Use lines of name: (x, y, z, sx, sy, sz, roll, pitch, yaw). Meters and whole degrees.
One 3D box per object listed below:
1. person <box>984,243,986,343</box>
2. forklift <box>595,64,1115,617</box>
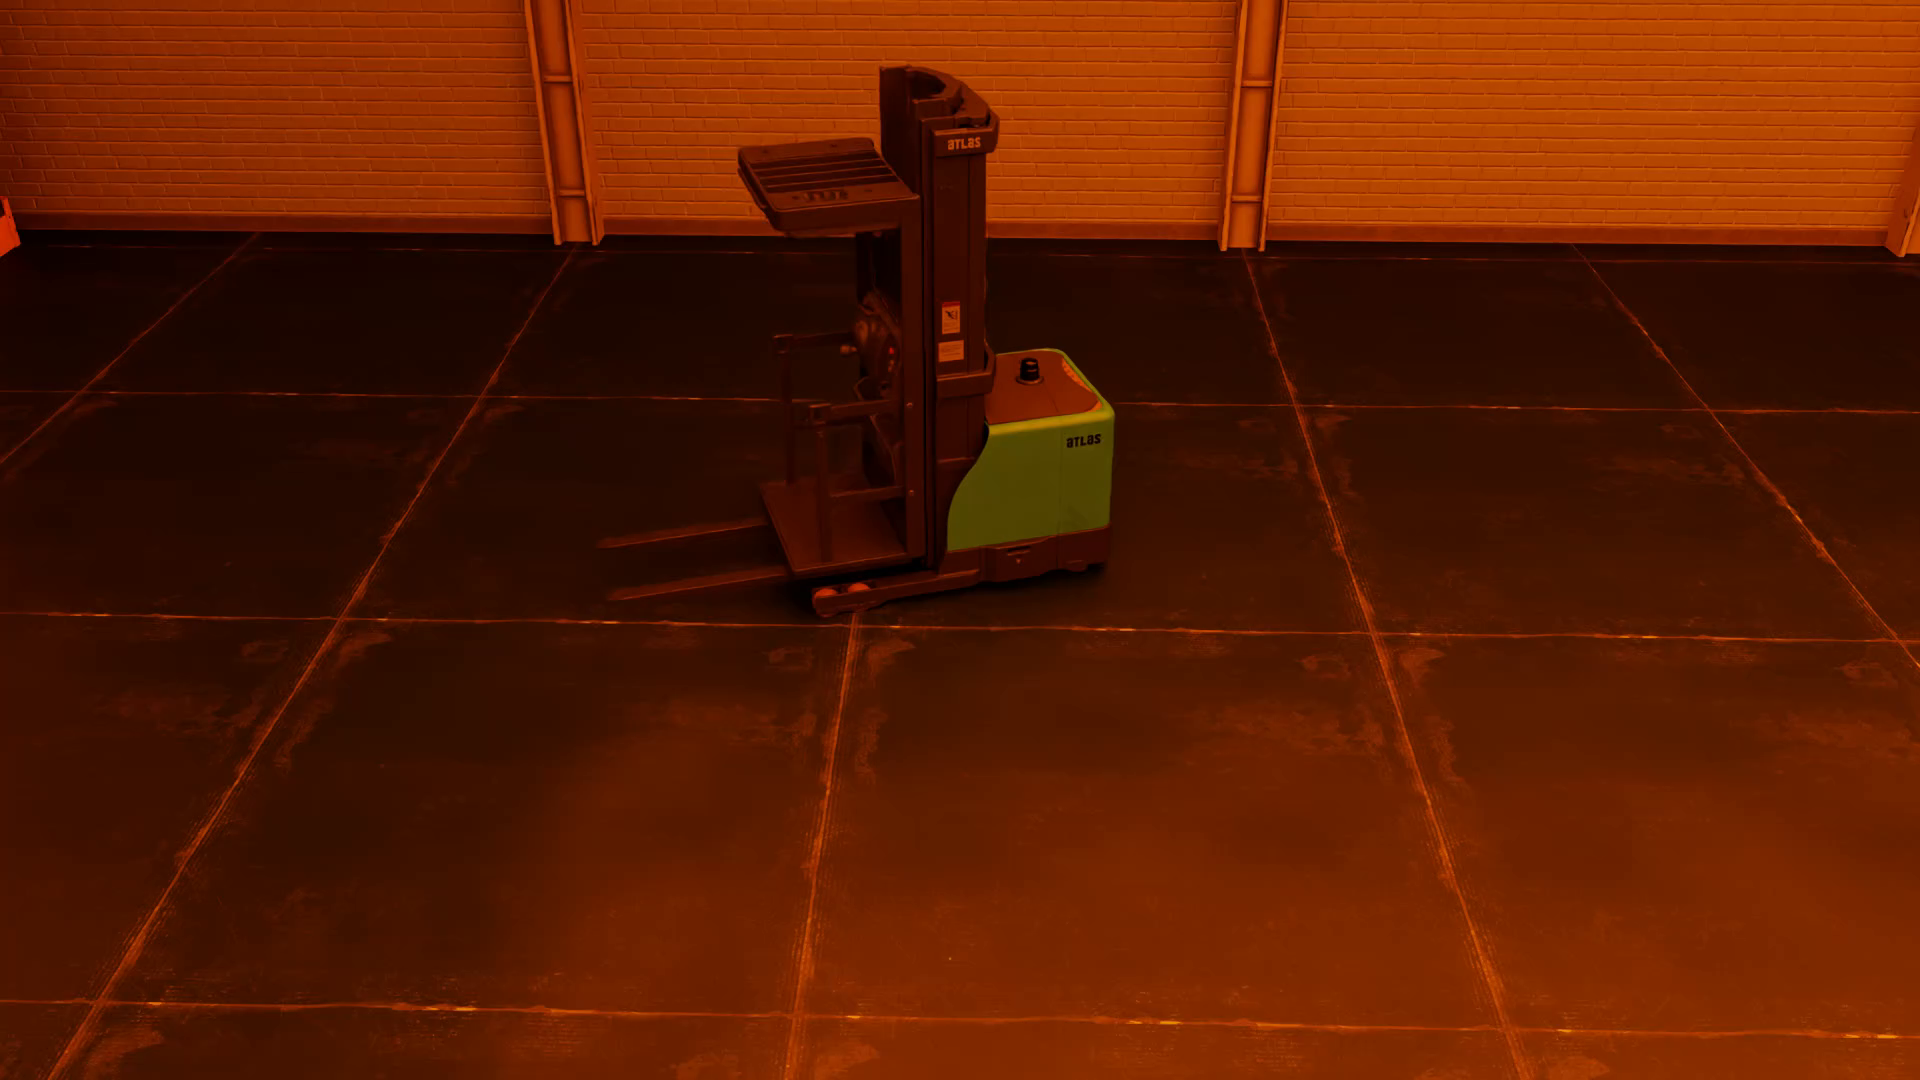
person: (-0.040, -1.365, 11.264, 0.468, 1.649, 0.779, 5, 31, 8)
forklift: (-0.656, -1.110, 9.497, 3.031, 2.935, 1.130, -9, 32, -14)
